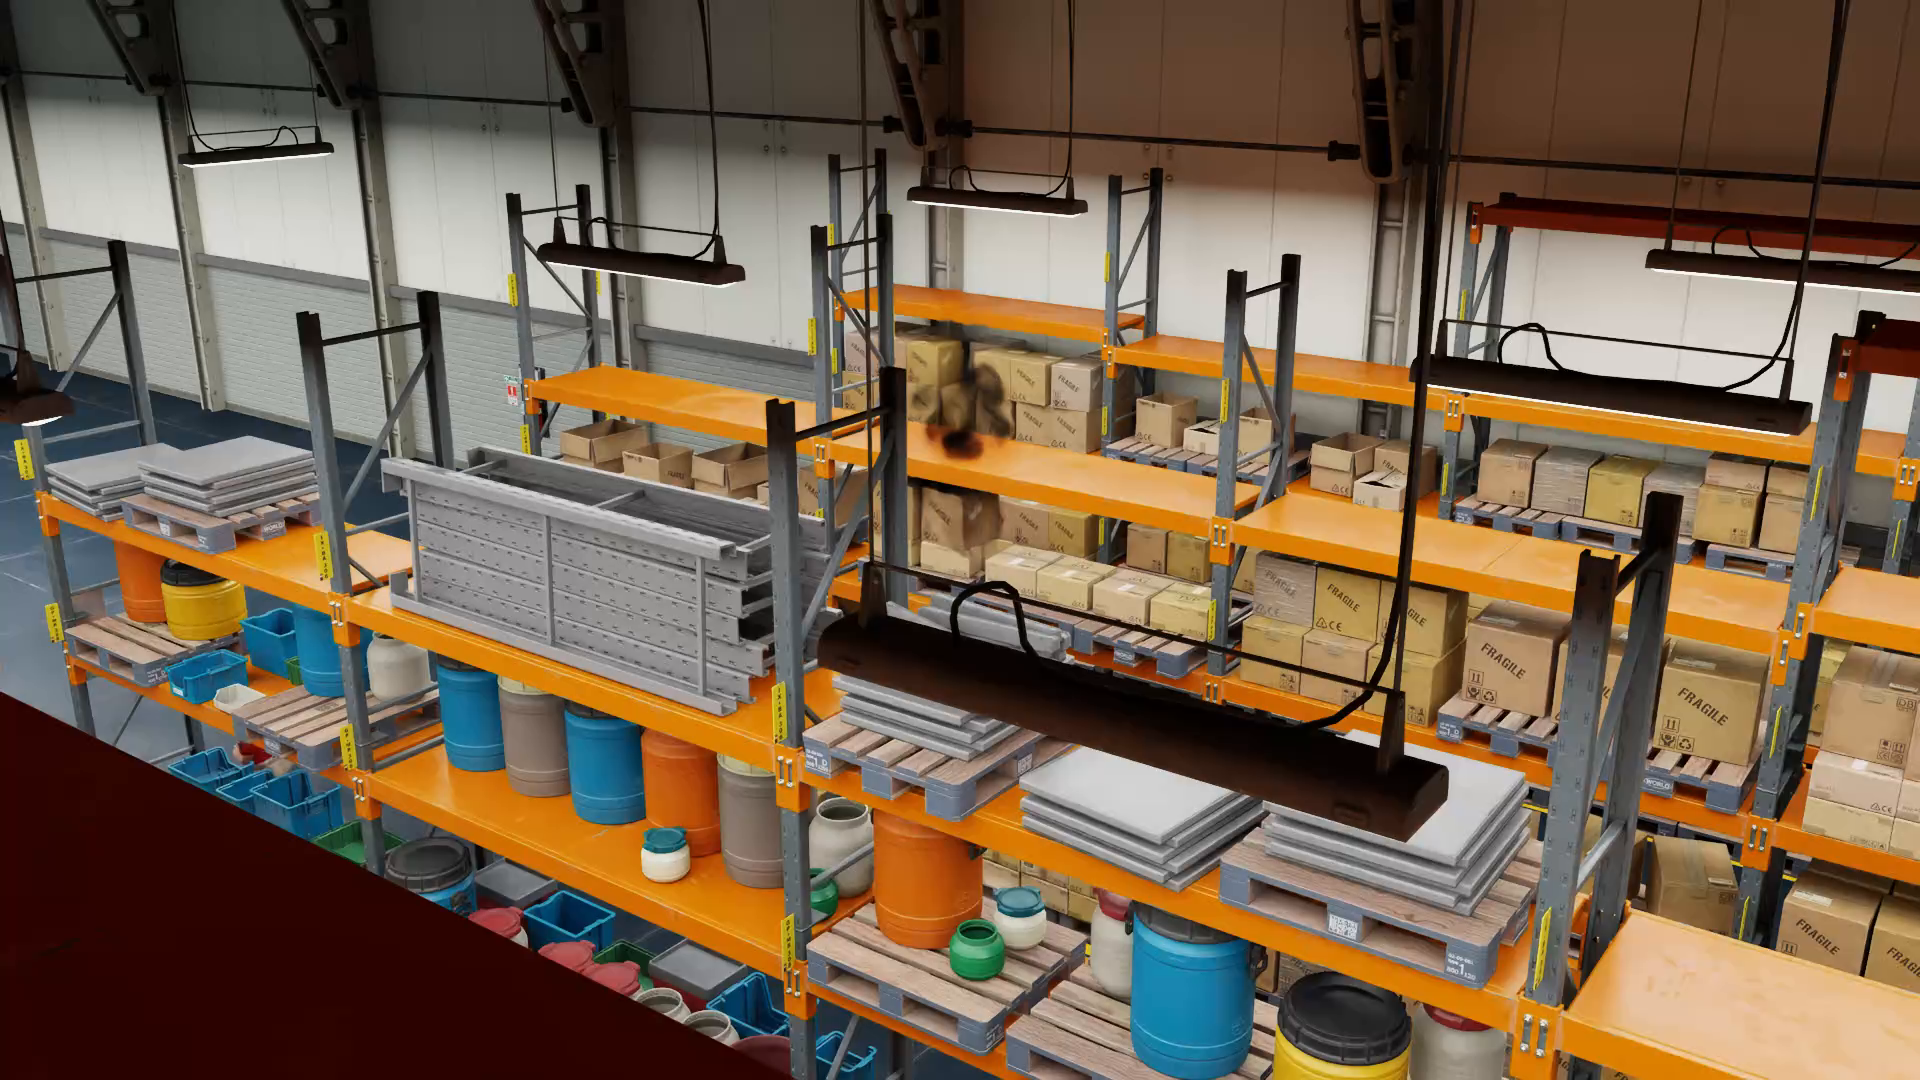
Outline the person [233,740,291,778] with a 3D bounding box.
[{"bbox_3d":[-6.579,2.215,15.836,0.938,1.717,0.693,3,19,9],"label":"person"}]
